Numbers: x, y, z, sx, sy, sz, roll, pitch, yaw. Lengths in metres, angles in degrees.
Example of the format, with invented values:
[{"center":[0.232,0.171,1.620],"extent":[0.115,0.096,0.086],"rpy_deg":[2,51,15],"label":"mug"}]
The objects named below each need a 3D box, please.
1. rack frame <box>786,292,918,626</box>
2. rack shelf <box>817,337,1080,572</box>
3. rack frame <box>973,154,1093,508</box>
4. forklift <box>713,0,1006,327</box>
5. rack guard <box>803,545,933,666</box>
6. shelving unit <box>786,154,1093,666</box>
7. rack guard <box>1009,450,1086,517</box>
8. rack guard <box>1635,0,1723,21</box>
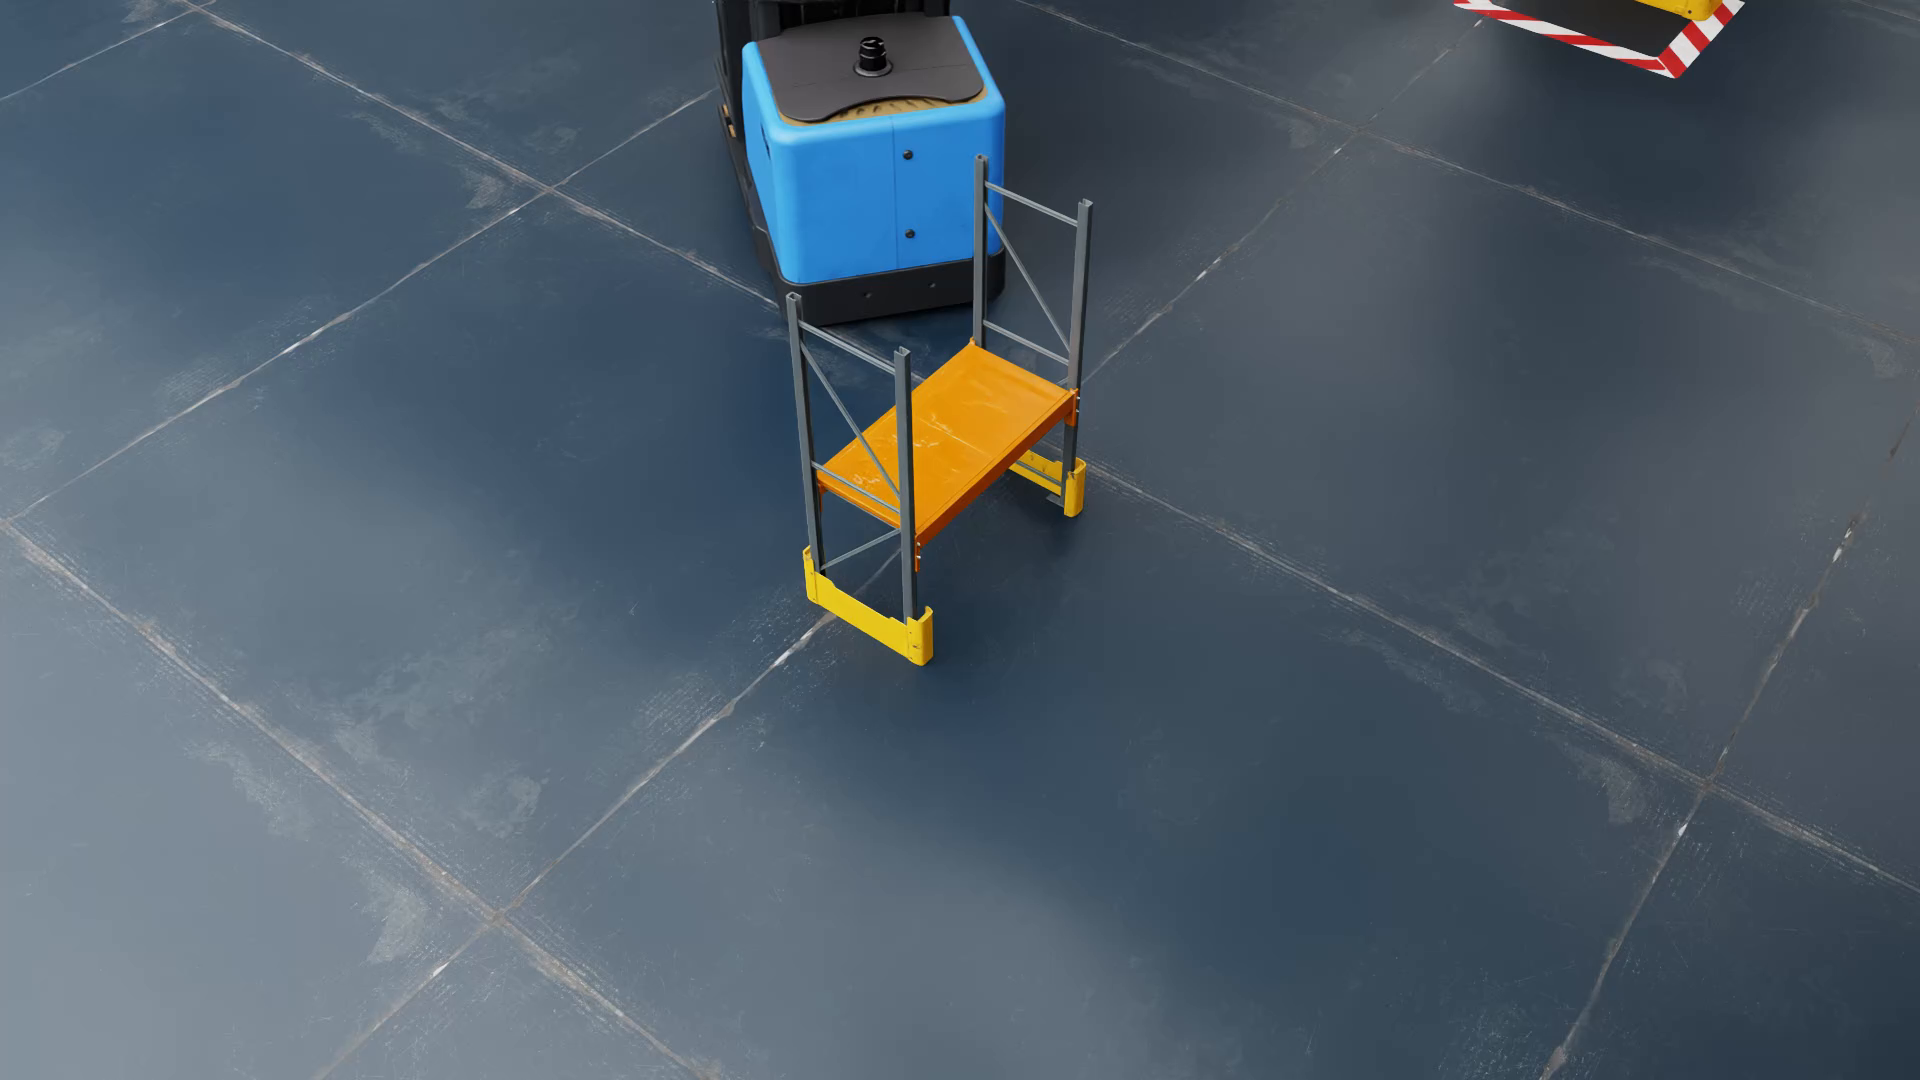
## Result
[{"center":[4.636,-4.949,10.233],"extent":[0.520,1.800,16.358],"rpy_deg":[29,53,25],"label":"rack frame"},{"center":[-0.052,-0.345,6.291],"extent":[0.538,0.185,1.000],"rpy_deg":[29,53,25],"label":"rack shelf"},{"center":[0.259,-0.760,6.439],"extent":[0.500,1.500,0.032],"rpy_deg":[29,53,25],"label":"rack frame"},{"center":[-0.650,-3.066,7.652],"extent":[1.130,2.935,3.031],"rpy_deg":[-10,47,-10],"label":"forklift"},{"center":[-0.351,0.242,6.346],"extent":[0.587,0.250,0.087],"rpy_deg":[29,53,25],"label":"rack guard"},{"center":[4.625,-4.951,10.235],"extent":[0.587,1.800,16.366],"rpy_deg":[29,53,25],"label":"shelving unit"},{"center":[0.258,-0.328,6.890],"extent":[0.587,0.250,0.087],"rpy_deg":[29,53,25],"label":"rack guard"},{"center":[3.935,-3.511,9.758],"extent":[1.175,0.500,0.348],"rpy_deg":[29,53,25],"label":"rack guard"}]
